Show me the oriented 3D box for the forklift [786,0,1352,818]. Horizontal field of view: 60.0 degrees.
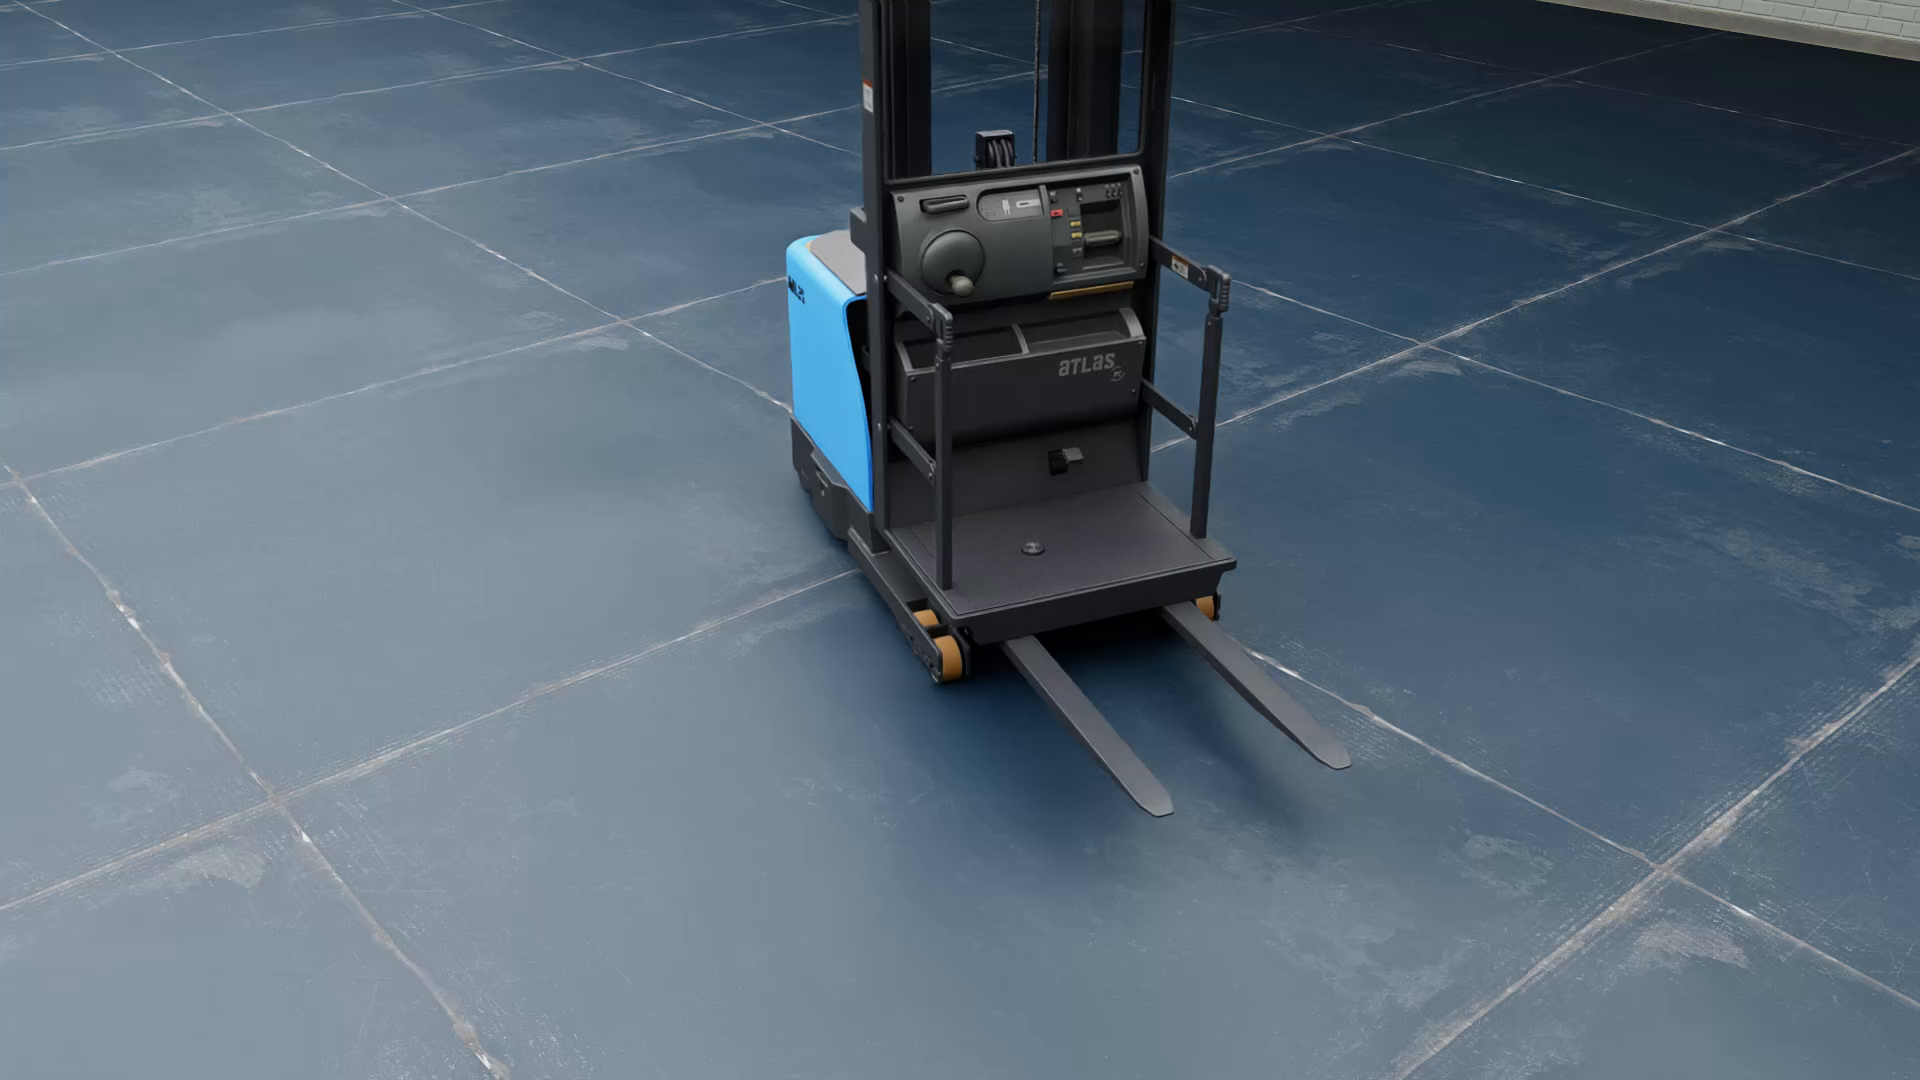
[{"bbox_3d":[0.302,-1.019,5.547,1.130,2.935,3.031,-11,30,-19],"label":"forklift"}]
